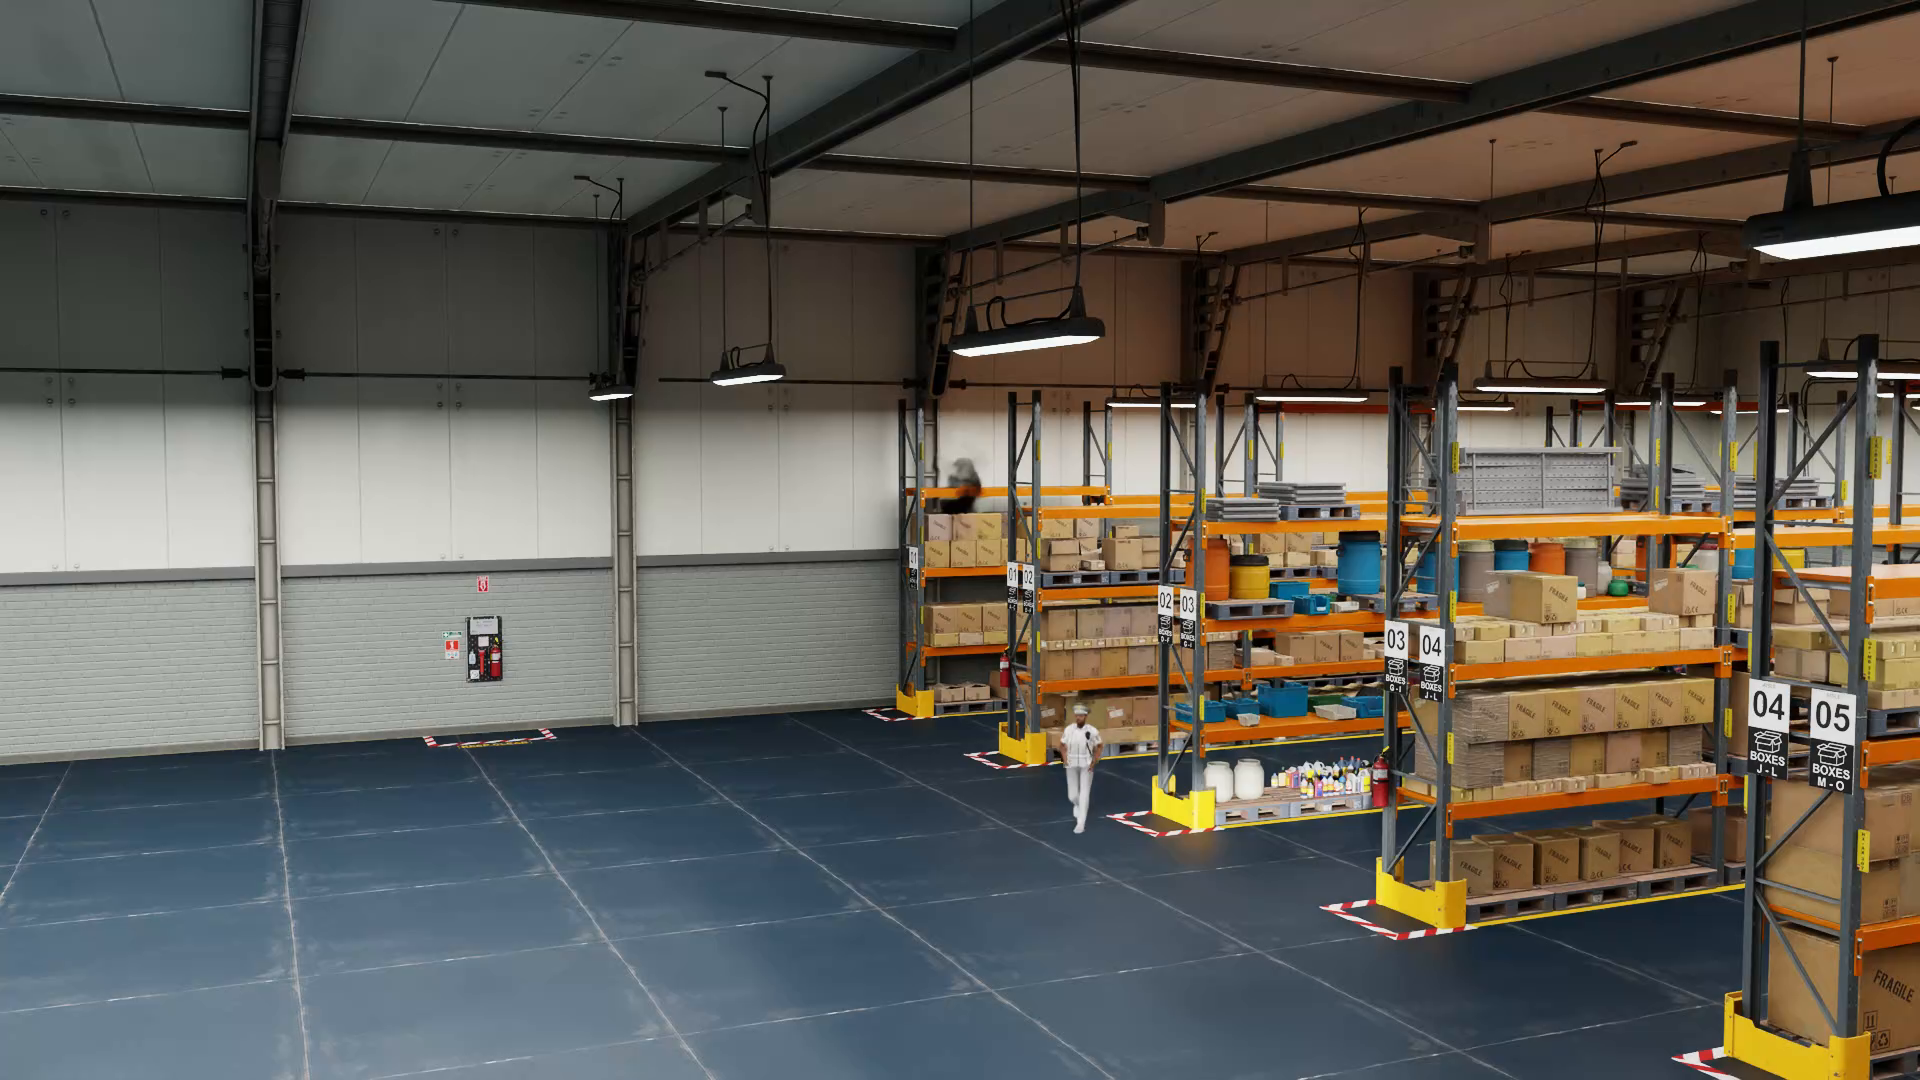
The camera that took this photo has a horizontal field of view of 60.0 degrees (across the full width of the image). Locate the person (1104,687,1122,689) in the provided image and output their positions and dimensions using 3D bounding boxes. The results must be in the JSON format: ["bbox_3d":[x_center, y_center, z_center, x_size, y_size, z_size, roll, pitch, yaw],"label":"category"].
[{"bbox_3d":[2.800,2.511,29.674,0.897,1.819,0.671,-2,4,-36],"label":"person"}]

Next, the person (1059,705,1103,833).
[{"bbox_3d":[1.620,3.036,22.303,0.593,1.699,0.634,1,3,13],"label":"person"}]
